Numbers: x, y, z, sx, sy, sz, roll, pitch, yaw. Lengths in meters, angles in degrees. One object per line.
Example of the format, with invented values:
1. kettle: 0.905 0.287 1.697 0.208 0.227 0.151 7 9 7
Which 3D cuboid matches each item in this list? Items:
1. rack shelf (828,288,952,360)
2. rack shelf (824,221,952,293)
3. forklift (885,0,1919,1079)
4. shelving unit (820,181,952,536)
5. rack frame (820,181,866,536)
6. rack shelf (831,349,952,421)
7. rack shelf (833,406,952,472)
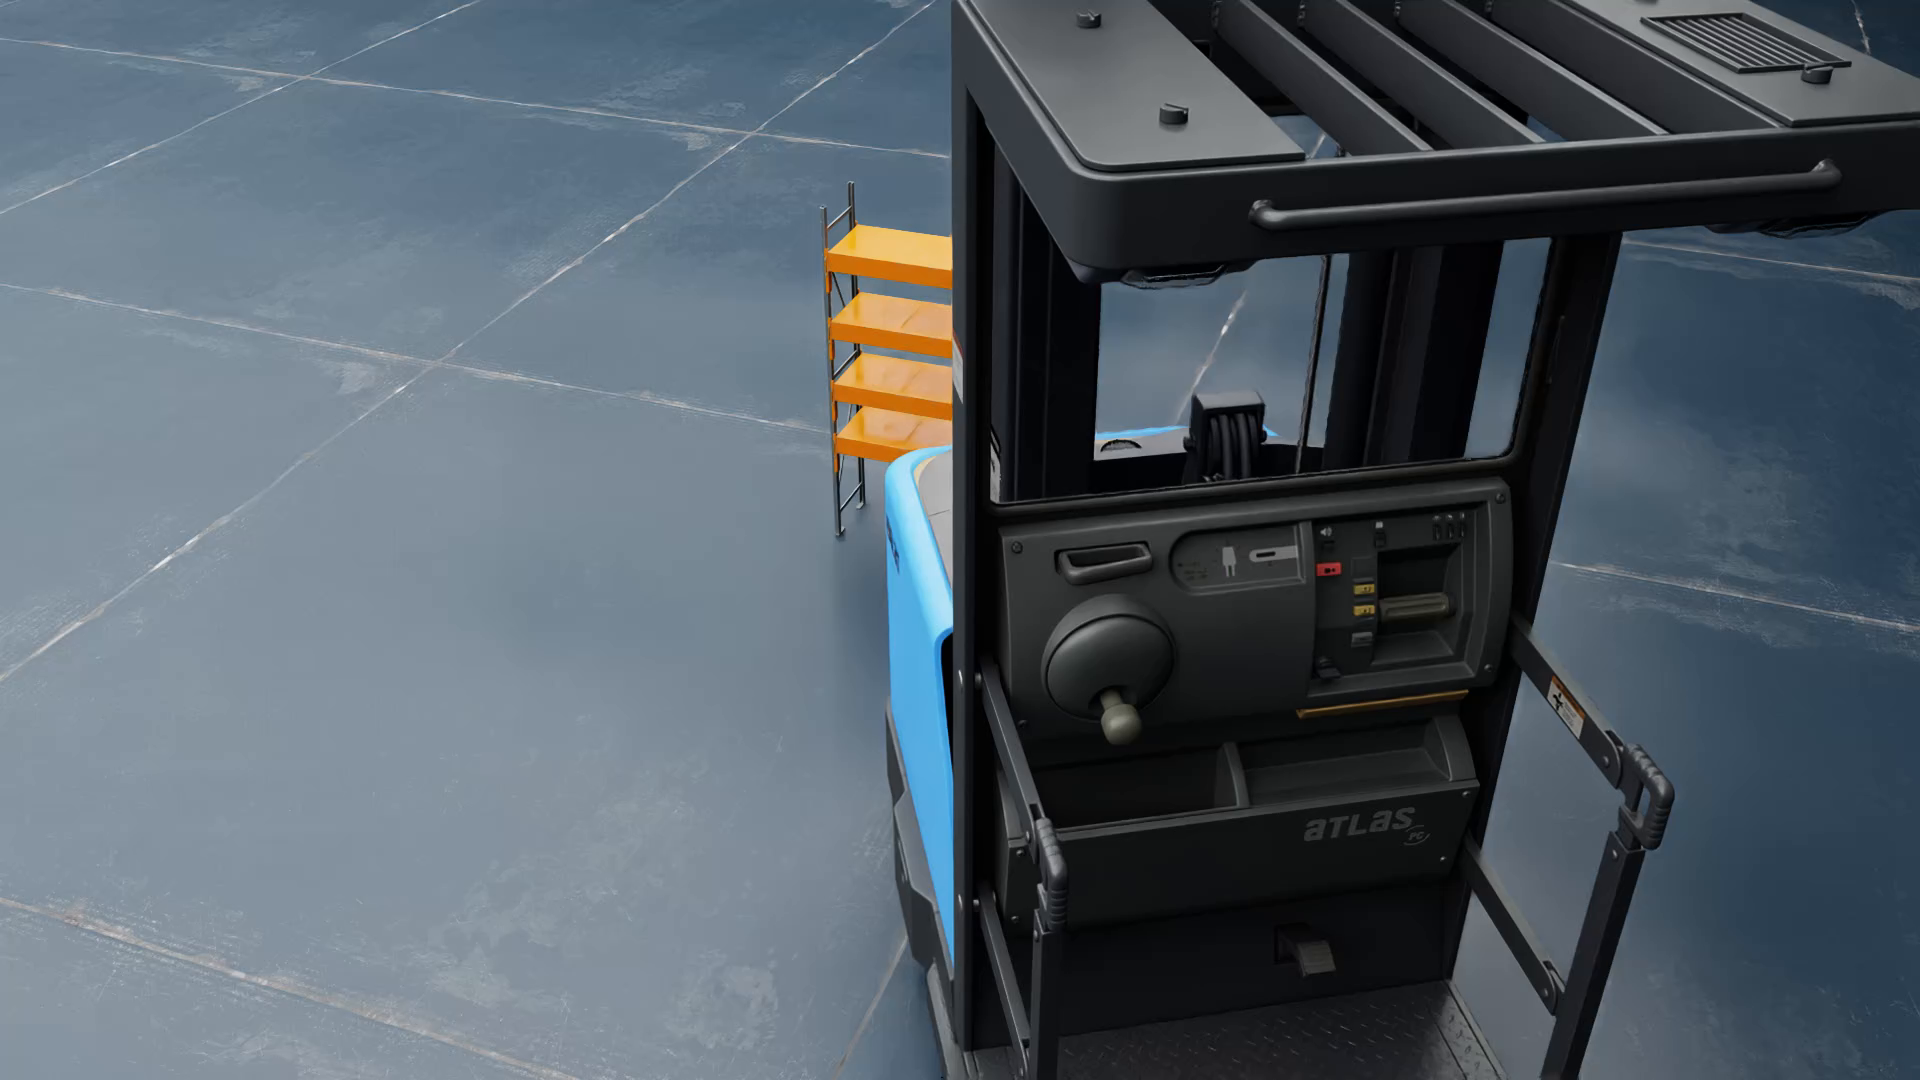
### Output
1. rack shelf: -0.156 -0.666 5.387 0.480 0.148 0.258 11 34 16
2. rack shelf: -0.156 -0.864 5.258 0.480 0.148 0.258 11 34 16
3. forklift: 0.575 0.184 2.763 1.130 2.935 3.031 -6 33 -9
4. shelving unit: -0.156 -0.534 5.471 0.503 1.200 0.258 11 34 16
5. rack frame: -0.386 -0.579 5.541 0.015 1.200 0.240 11 34 16
6. rack shelf: -0.156 -0.478 5.508 0.480 0.148 0.258 11 34 16
7. rack shelf: -0.156 -0.311 5.616 0.480 0.148 0.258 11 34 16
